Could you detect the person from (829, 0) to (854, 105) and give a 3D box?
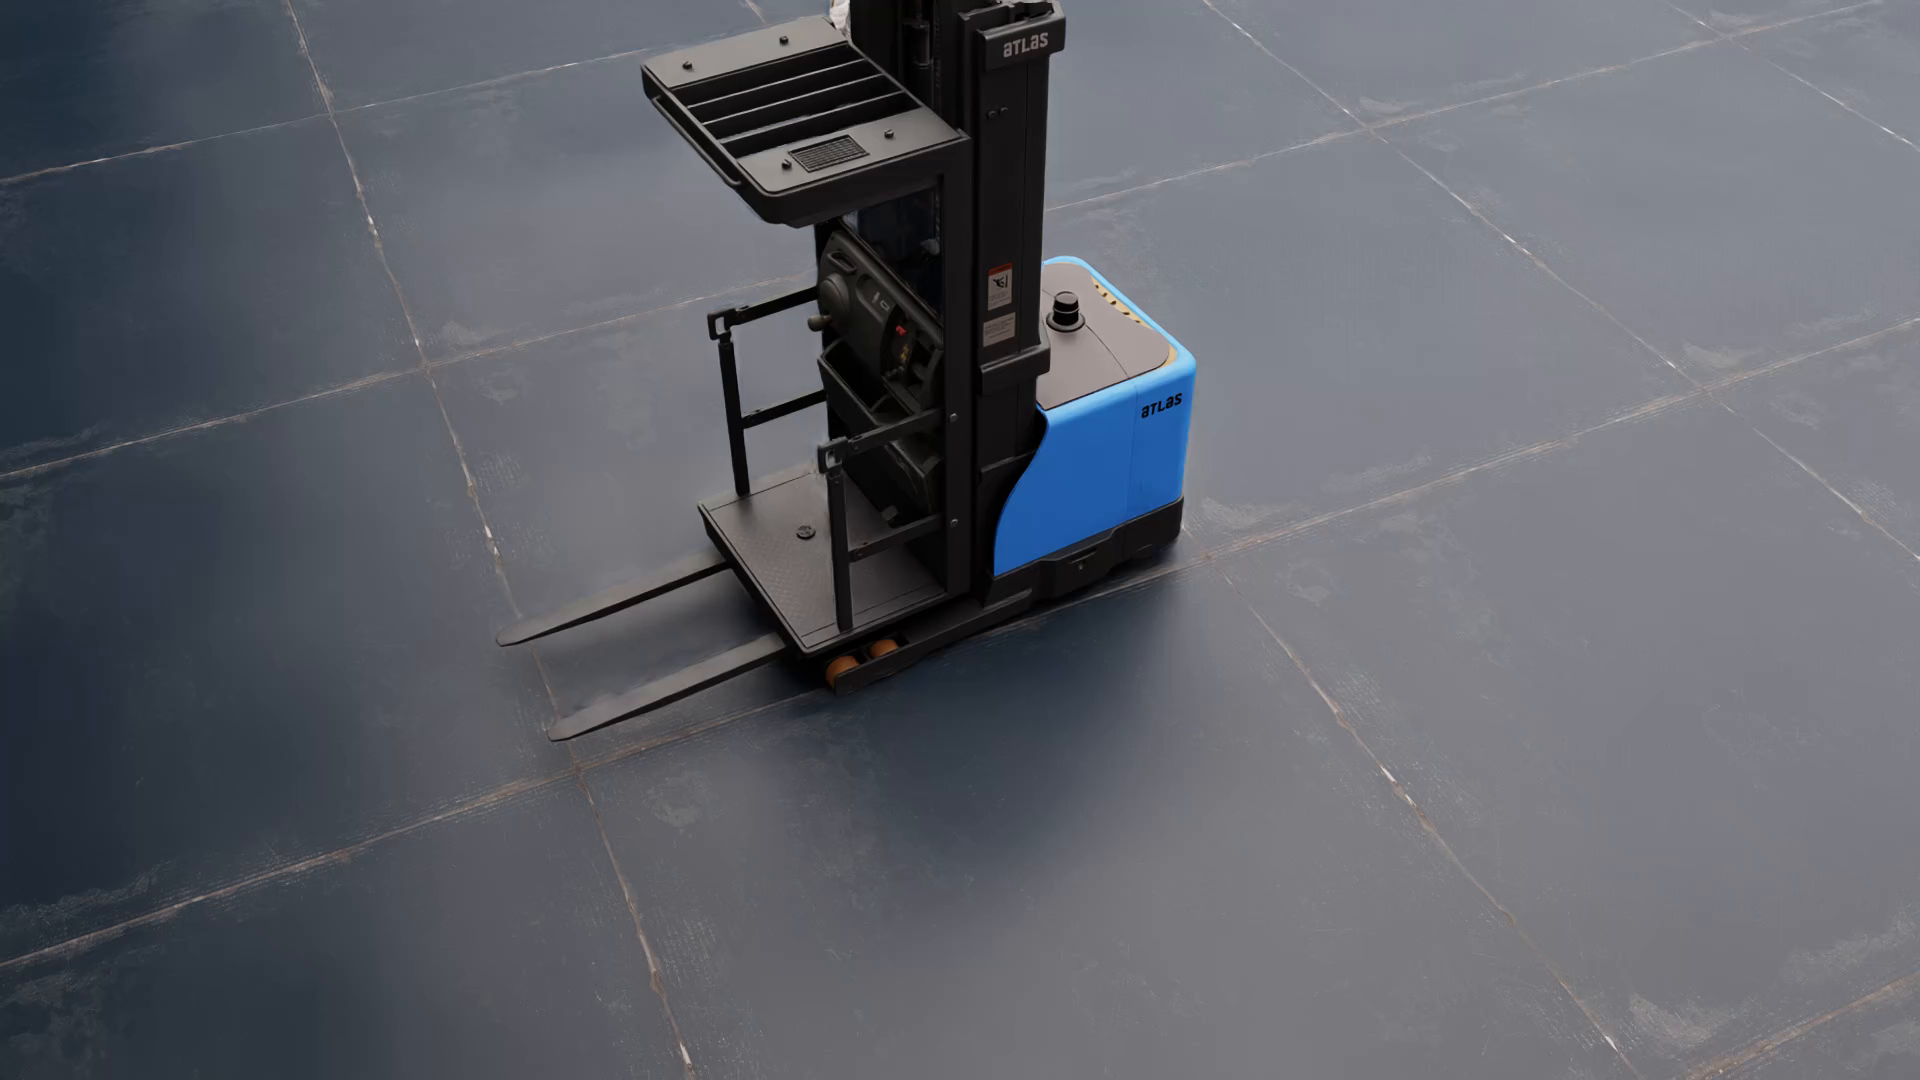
[{"bbox_3d":[-0.568,-2.898,9.681,0.587,1.694,0.531,-22,47,-22],"label":"person"}]

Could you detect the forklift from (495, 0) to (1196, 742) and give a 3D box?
[{"bbox_3d":[-0.503,-0.827,6.566,3.031,2.935,1.130,-22,47,-22],"label":"forklift"}]
